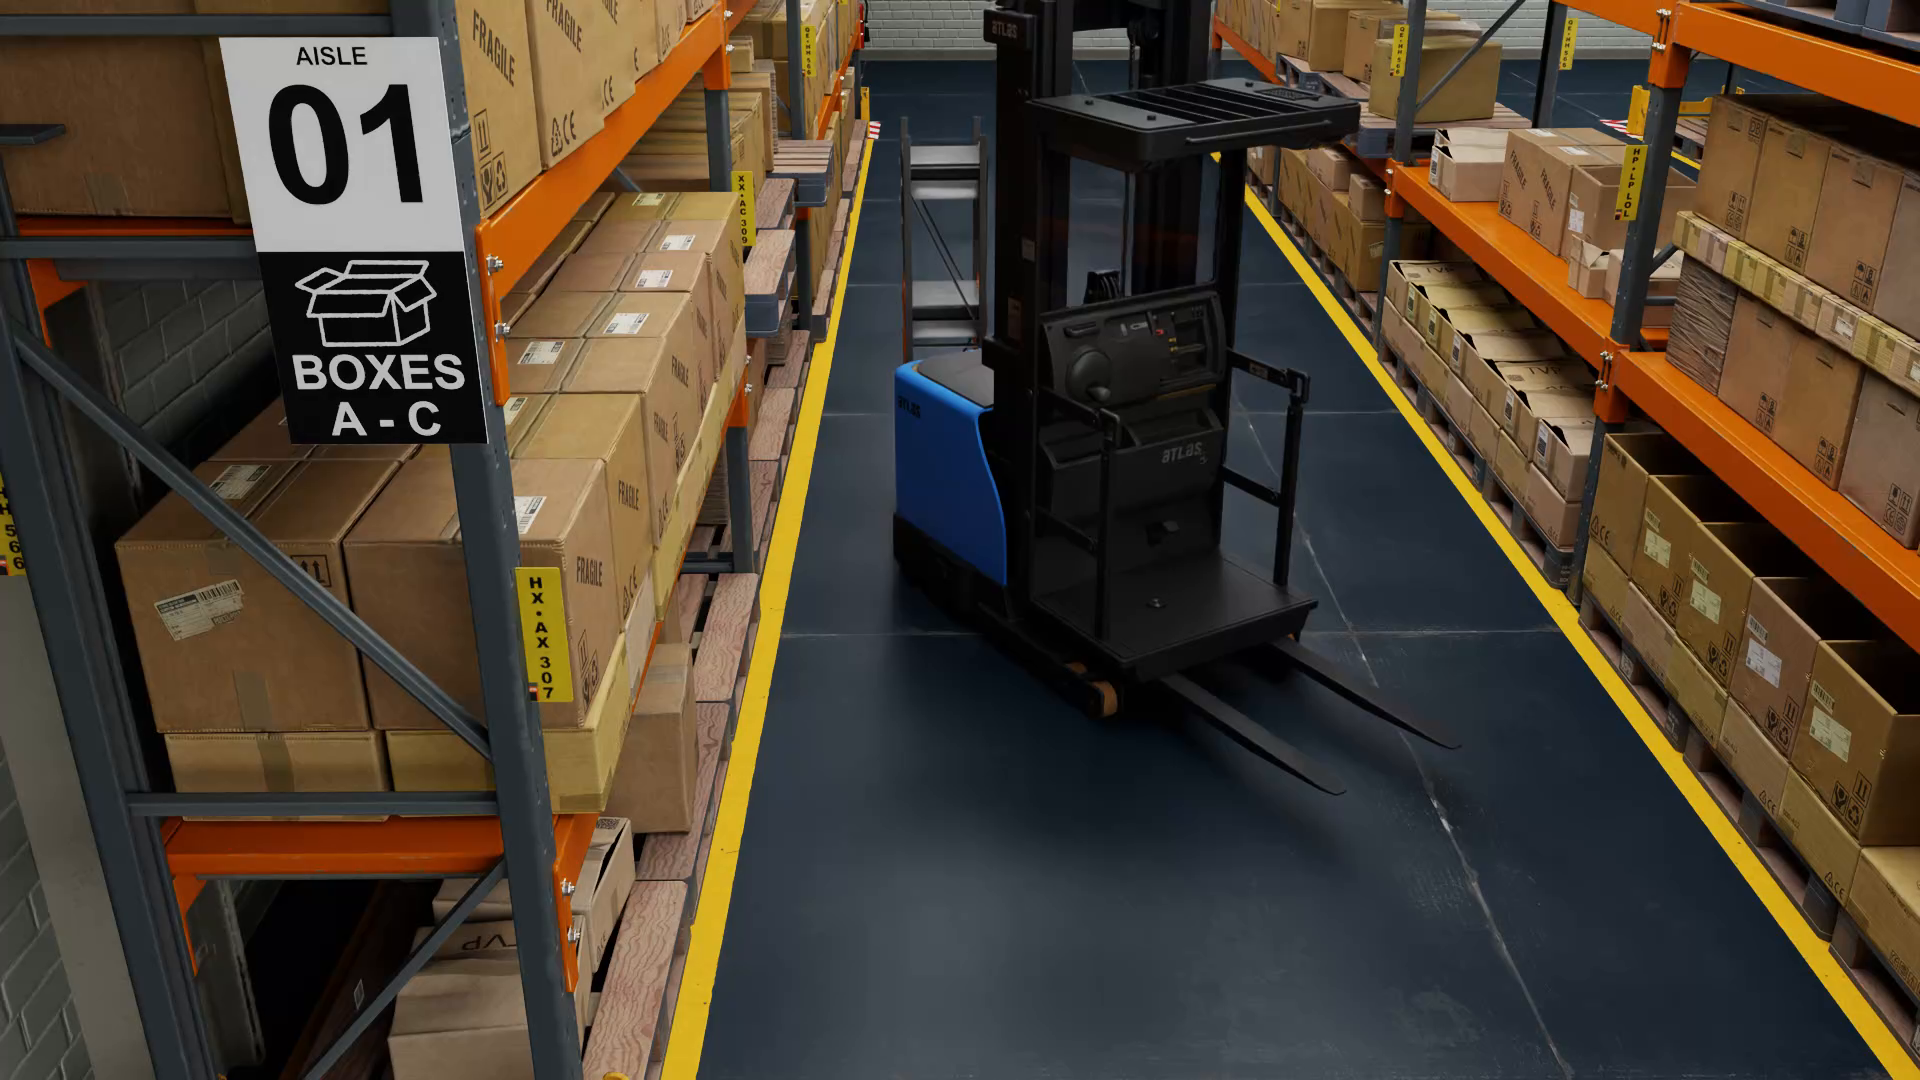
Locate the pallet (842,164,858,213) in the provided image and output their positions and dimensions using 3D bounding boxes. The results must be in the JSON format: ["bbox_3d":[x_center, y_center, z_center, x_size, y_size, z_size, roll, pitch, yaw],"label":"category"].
[{"bbox_3d":[-1.506,-3.383,15.975,1.003,0.211,1.213,0,24,-1],"label":"pallet"}]

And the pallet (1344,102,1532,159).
[{"bbox_3d":[3.344,-2.907,11.771,1.213,0.211,1.003,0,24,-1],"label":"pallet"}]

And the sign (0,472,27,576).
[{"bbox_3d":[-2.000,-0.073,3.482,0.100,0.325,0.005,0,24,-1],"label":"sign"}]

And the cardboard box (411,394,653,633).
[{"bbox_3d":[-1.145,-0.080,4.534,0.500,0.500,0.500,0,24,0],"label":"cardboard box"}]

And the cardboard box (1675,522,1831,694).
[{"bbox_3d":[3.168,0.257,6.459,0.500,0.500,0.500,0,24,-1],"label":"cardboard box"}]

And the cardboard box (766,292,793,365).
[{"bbox_3d":[-1.472,-1.457,10.831,0.700,0.500,0.500,0,24,0],"label":"cardboard box"}]

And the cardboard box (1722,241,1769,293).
[{"bbox_3d":[3.281,-1.087,6.605,0.380,0.149,0.250,-1,24,-2],"label":"cardboard box"}]

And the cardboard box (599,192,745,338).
[{"bbox_3d":[-1.174,-1.133,6.862,0.500,0.500,0.500,0,24,-1],"label":"cardboard box"}]

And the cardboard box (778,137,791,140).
[{"bbox_3d":[-1.304,-2.723,11.412,0.380,0.149,0.250,-1,24,-1],"label":"cardboard box"}]

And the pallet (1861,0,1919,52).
[{"bbox_3d":[3.510,-1.541,4.985,1.003,0.211,1.213,0,24,-1],"label":"pallet"}]

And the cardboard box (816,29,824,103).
[{"bbox_3d":[-1.282,-3.504,12.350,0.500,0.500,0.500,0,24,-1],"label":"cardboard box"}]

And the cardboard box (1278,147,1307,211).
[{"bbox_3d":[3.139,-3.225,14.740,0.500,0.500,0.500,-1,24,-3],"label":"cardboard box"}]

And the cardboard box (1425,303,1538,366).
[{"bbox_3d":[3.151,-1.266,10.056,0.500,0.311,0.500,-1,24,-2],"label":"cardboard box"}]

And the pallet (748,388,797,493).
[{"bbox_3d":[-1.515,-0.598,9.816,1.003,0.211,1.213,0,24,-1],"label":"pallet"}]

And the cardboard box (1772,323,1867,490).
[{"bbox_3d":[3.490,-0.506,6.108,0.700,0.500,0.500,0,24,0],"label":"cardboard box"}]

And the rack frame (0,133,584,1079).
[{"bbox_3d":[-1.445,0.605,3.773,1.000,3.000,0.127,0,24,-1],"label":"rack frame"}]

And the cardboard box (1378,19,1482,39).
[{"bbox_3d":[3.482,-3.589,12.415,0.700,0.500,0.500,4,25,9],"label":"cardboard box"}]

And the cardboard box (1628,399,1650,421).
[{"bbox_3d":[3.709,-0.639,8.670,0.500,0.311,0.500,-1,24,-1],"label":"cardboard box"}]

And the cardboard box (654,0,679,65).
[{"bbox_3d":[-1.199,-1.821,5.352,0.500,0.500,0.500,-1,24,-3],"label":"cardboard box"}]

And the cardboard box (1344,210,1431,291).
[{"bbox_3d":[3.176,-2.162,12.389,0.500,0.500,0.500,1,24,2],"label":"cardboard box"}]

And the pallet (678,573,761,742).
[{"bbox_3d":[-1.446,0.503,7.381,1.003,0.211,1.213,0,24,-1],"label":"pallet"}]

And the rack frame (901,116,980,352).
[{"bbox_3d":[-0.098,-1.170,8.789,0.400,2.100,0.015,-1,24,-3],"label":"rack frame"}]

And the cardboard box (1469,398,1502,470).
[{"bbox_3d":[3.161,-0.595,9.252,0.500,0.250,0.500,0,24,1],"label":"cardboard box"}]

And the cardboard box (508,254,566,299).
[{"bbox_3d":[-1.691,-0.713,5.934,0.500,0.500,0.500,0,24,1],"label":"cardboard box"}]

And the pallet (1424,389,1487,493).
[{"bbox_3d":[3.401,-0.604,9.830,1.003,0.211,1.213,0,24,-1],"label":"pallet"}]

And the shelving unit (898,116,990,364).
[{"bbox_3d":[-0.084,-1.069,8.567,0.431,2.100,0.503,-1,24,-3],"label":"shelving unit"}]

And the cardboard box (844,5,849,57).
[{"bbox_3d":[-1.568,-5.001,15.804,0.980,0.700,0.700,-1,24,-2],"label":"cardboard box"}]

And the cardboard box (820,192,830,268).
[{"bbox_3d":[-1.412,-2.568,12.888,0.750,0.750,0.750,0,24,-1],"label":"cardboard box"}]

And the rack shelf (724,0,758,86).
[{"bbox_3d":[-1.510,-2.907,8.770,1.077,0.370,4.000,0,24,-1],"label":"rack shelf"}]

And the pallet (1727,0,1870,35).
[{"bbox_3d":[3.500,-2.043,6.094,1.003,0.211,1.213,0,24,-1],"label":"pallet"}]

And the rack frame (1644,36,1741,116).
[{"bbox_3d":[8.287,-6.033,18.449,1.000,3.000,0.127,0,24,-1],"label":"rack frame"}]

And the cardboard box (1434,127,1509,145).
[{"bbox_3d":[3.381,-2.525,10.801,0.500,0.311,0.500,1,24,3],"label":"cardboard box"}]

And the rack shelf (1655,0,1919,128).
[{"bbox_3d":[3.487,-1.282,5.178,1.077,0.370,4.000,0,24,-1],"label":"rack shelf"}]

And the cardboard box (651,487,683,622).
[{"bbox_3d":[-1.152,0.037,5.185,0.500,0.250,0.500,-1,24,-1],"label":"cardboard box"}]

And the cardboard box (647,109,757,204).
[{"bbox_3d":[-1.497,-2.001,8.879,0.700,0.500,0.500,3,25,7],"label":"cardboard box"}]

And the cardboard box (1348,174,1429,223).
[{"bbox_3d":[3.171,-2.526,12.286,0.500,0.250,0.500,1,24,1],"label":"cardboard box"}]

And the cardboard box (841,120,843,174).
[{"bbox_3d":[-1.482,-3.701,15.817,0.700,0.500,0.500,0,24,0],"label":"cardboard box"}]

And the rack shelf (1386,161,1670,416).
[{"bbox_3d":[3.443,-1.564,9.441,1.077,0.370,4.000,0,24,-1],"label":"rack shelf"}]

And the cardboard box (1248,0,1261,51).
[{"bbox_3d":[3.101,-5.038,16.129,0.500,0.500,0.500,0,24,1],"label":"cardboard box"}]

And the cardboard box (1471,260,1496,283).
[{"bbox_3d":[3.673,-1.695,11.004,0.500,0.311,0.500,0,24,1],"label":"cardboard box"}]

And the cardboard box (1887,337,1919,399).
[{"bbox_3d":[3.295,-0.556,5.431,0.380,0.149,0.250,-1,24,-1],"label":"cardboard box"}]

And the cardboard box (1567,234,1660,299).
[{"bbox_3d":[3.271,-1.368,8.297,0.396,0.266,0.258,-1,24,-2],"label":"cardboard box"}]

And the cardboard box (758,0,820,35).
[{"bbox_3d":[-1.295,-3.840,12.183,0.500,0.250,0.500,0,24,0],"label":"cardboard box"}]

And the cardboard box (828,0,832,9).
[{"bbox_3d":[-1.319,-4.470,13.577,0.500,0.250,0.500,0,24,1],"label":"cardboard box"}]

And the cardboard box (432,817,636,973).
[{"bbox_3d":[-1.369,1.109,5.387,0.500,0.311,0.500,2,24,4],"label":"cardboard box"}]

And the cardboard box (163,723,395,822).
[{"bbox_3d":[-1.644,0.472,4.224,0.500,0.250,0.500,0,24,0],"label":"cardboard box"}]

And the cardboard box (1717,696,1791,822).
[{"bbox_3d":[3.179,0.805,6.158,0.500,0.250,0.500,0,24,-1],"label":"cardboard box"}]

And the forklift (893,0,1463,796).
[{"bbox_3d":[0.871,-0.795,6.951,1.130,2.935,3.031,-14,28,-29],"label":"forklift"}]

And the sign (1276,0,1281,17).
[{"bbox_3d":[2.835,-4.753,14.568,0.100,0.325,0.005,0,24,-1],"label":"sign"}]

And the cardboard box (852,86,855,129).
[{"bbox_3d":[-1.512,-4.753,18.143,0.700,0.500,0.500,0,24,-1],"label":"cardboard box"}]
